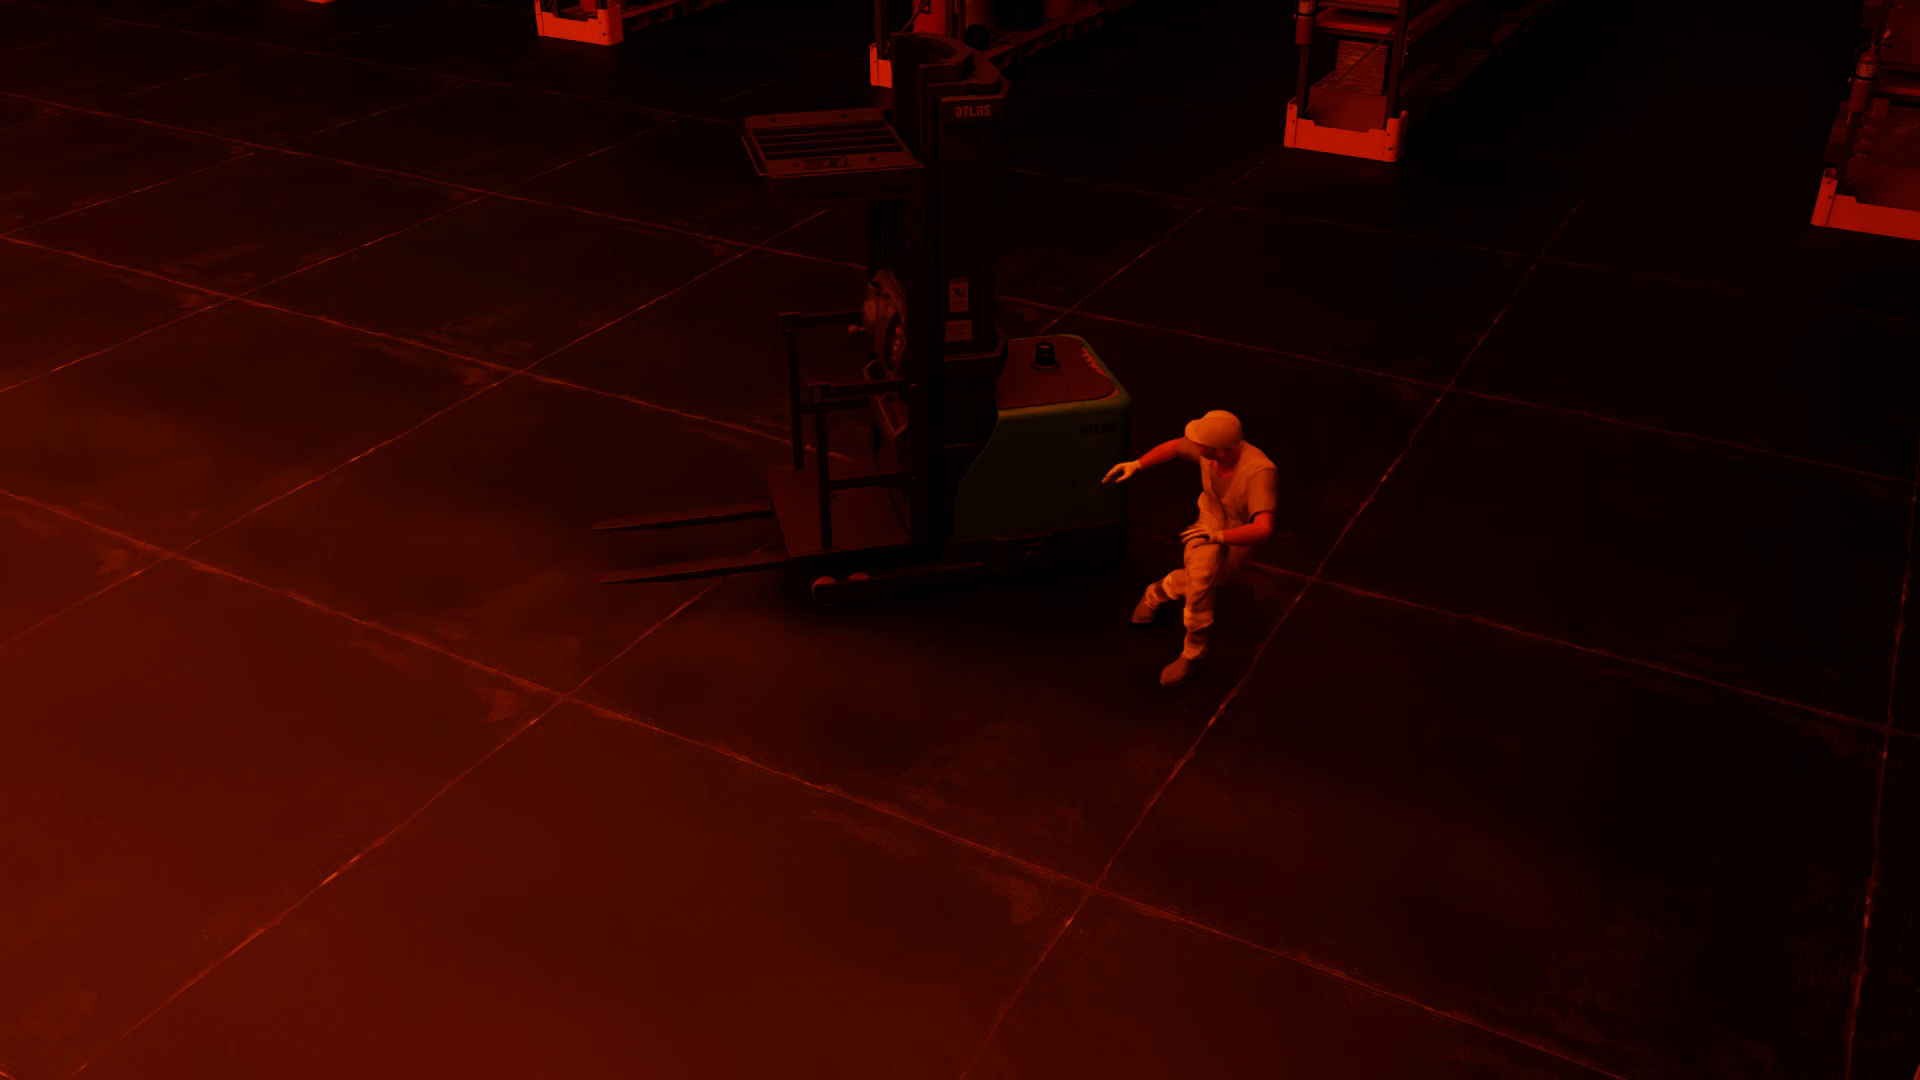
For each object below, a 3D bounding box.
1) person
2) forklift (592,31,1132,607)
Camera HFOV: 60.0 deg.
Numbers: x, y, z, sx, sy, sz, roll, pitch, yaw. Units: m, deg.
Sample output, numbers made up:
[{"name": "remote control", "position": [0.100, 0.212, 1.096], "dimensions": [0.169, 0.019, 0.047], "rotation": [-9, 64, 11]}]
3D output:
[{"name": "person", "position": [1.155, -0.014, 8.475], "dimensions": [1.000, 1.517, 0.946], "rotation": [15, 33, 24]}, {"name": "forklift", "position": [-0.600, -1.186, 9.126], "dimensions": [3.031, 2.935, 1.130], "rotation": [-7, 31, -12]}]
